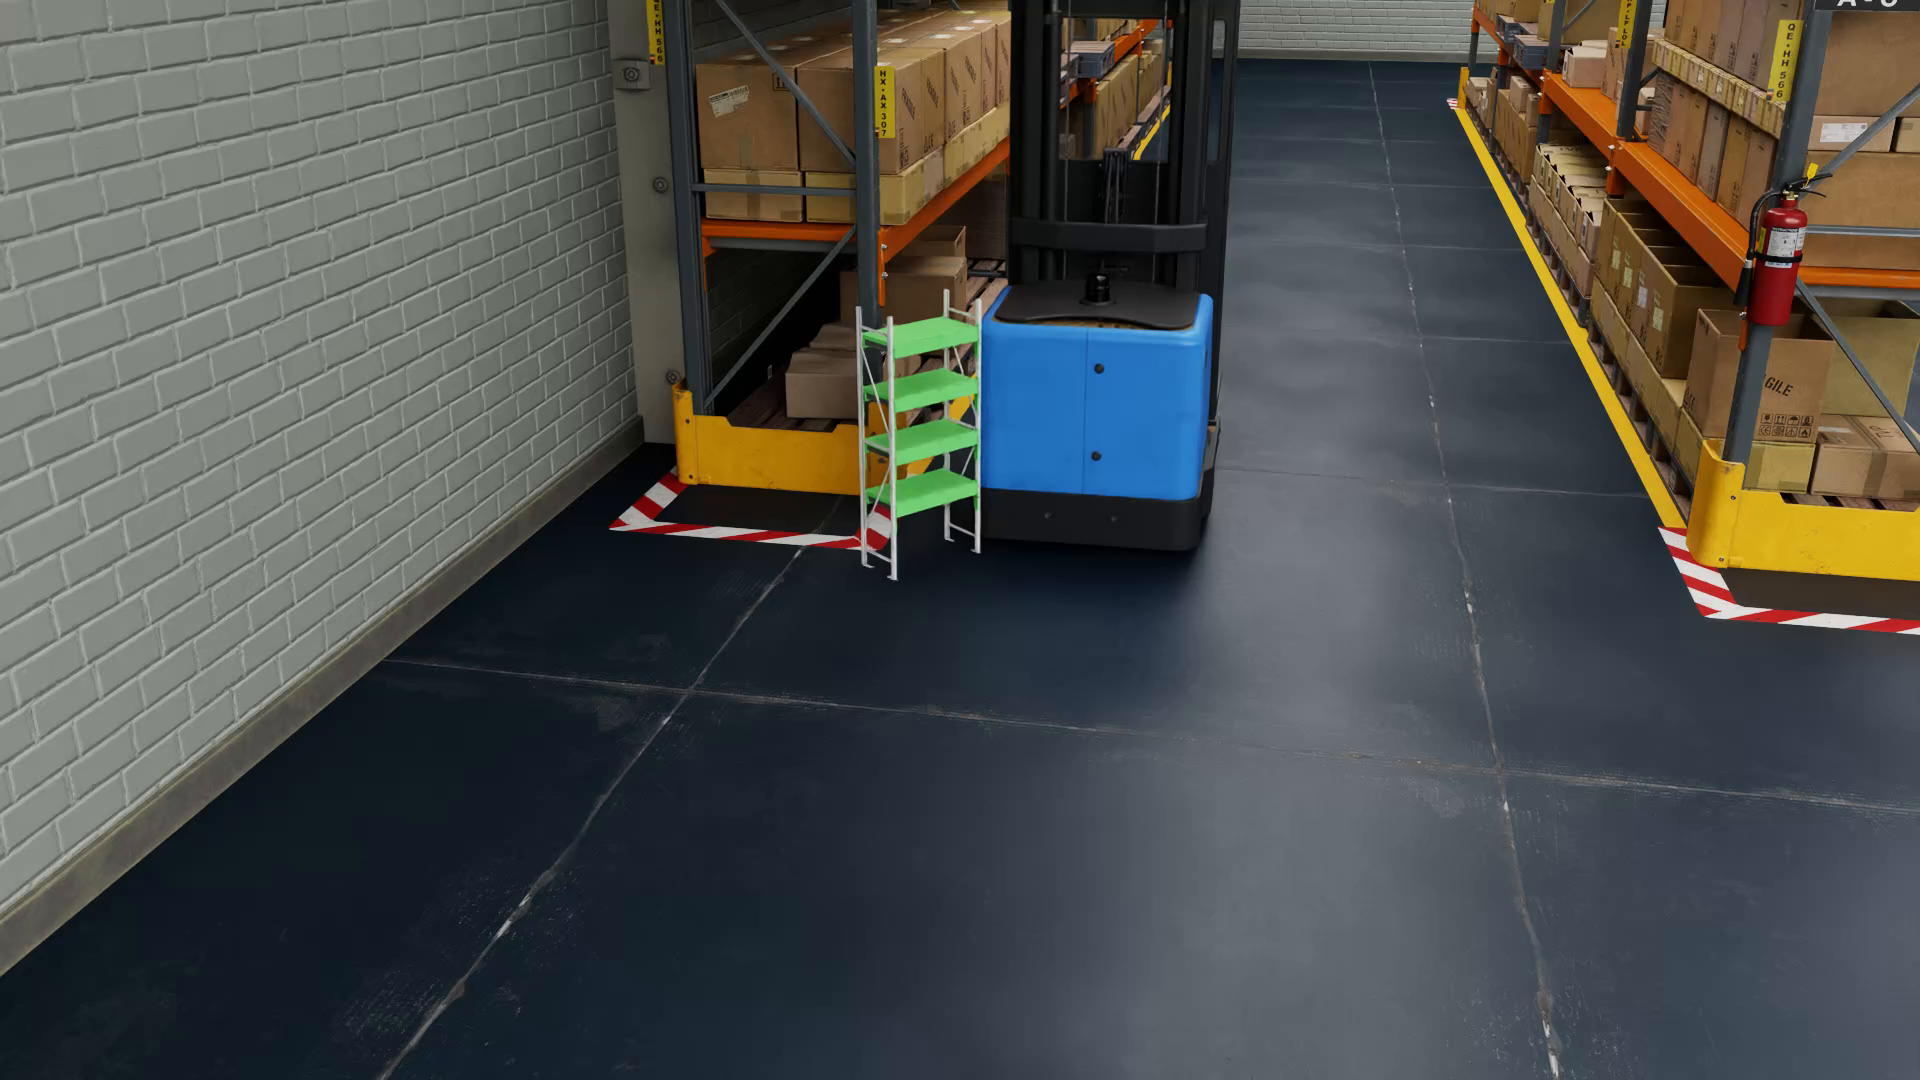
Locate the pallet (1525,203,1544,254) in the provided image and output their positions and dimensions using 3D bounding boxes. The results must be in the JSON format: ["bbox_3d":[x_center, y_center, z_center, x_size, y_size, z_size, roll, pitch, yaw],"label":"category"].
[{"bbox_3d":[5.392,-2.635,14.114,1.003,0.211,1.213,4,22,11],"label":"pallet"}]

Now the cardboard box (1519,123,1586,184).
[{"bbox_3d":[5.559,-3.631,15.612,0.500,0.500,0.500,5,23,13],"label":"cardboard box"}]

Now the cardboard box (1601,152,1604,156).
[{"bbox_3d":[5.732,-3.196,14.141,0.500,0.311,0.500,5,22,12],"label":"cardboard box"}]

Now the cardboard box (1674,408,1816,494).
[{"bbox_3d":[3.786,-0.439,8.047,0.500,0.250,0.500,4,22,11],"label":"cardboard box"}]

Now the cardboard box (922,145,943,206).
[{"bbox_3d":[-0.382,-1.962,8.884,0.500,0.250,0.500,4,22,9],"label":"cardboard box"}]

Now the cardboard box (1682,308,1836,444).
[{"bbox_3d":[3.784,-0.787,7.907,0.500,0.500,0.500,4,22,11],"label":"cardboard box"}]

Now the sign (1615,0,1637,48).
[{"bbox_3d":[4.248,-3.302,10.593,0.100,0.325,0.005,4,22,11],"label":"sign"}]

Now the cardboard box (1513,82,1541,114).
[{"bbox_3d":[5.771,-4.374,16.453,0.500,0.250,0.500,4,22,10],"label":"cardboard box"}]

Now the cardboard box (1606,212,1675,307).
[{"bbox_3d":[4.286,-1.702,10.178,0.500,0.500,0.500,4,22,11],"label":"cardboard box"}]

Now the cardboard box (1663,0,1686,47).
[{"bbox_3d":[4.697,-3.249,10.036,0.700,0.500,0.500,5,22,11],"label":"cardboard box"}]

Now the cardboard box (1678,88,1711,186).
[{"bbox_3d":[4.490,-2.271,9.343,0.700,0.500,0.500,5,22,12],"label":"cardboard box"}]

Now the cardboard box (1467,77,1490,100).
[{"bbox_3d":[6.740,-5.721,21.135,0.500,0.250,0.500,4,22,11],"label":"cardboard box"}]

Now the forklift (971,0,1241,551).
[{"bbox_3d":[0.832,-1.828,8.470,1.130,2.935,3.031,4,22,10],"label":"forklift"}]

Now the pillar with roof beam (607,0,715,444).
[{"bbox_3d":[2.626,-4.454,6.866,9.100,9.000,0.400,4,22,11],"label":"pillar with roof beam"}]

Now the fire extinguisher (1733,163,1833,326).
[{"bbox_3d":[3.487,-1.257,7.063,0.296,0.674,0.183,4,22,11],"label":"fire extinguisher"}]

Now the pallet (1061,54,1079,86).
[{"bbox_3d":[0.384,-3.787,13.498,1.003,0.211,1.213,4,22,11],"label":"pallet"}]

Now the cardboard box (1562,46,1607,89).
[{"bbox_3d":[5.226,-3.873,13.574,0.500,0.311,0.500,4,22,10],"label":"cardboard box"}]

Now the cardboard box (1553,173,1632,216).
[{"bbox_3d":[4.894,-2.670,12.835,0.500,0.311,0.500,4,22,10],"label":"cardboard box"}]

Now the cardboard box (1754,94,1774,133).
[{"bbox_3d":[3.961,-1.992,7.782,0.380,0.149,0.250,4,22,10],"label":"cardboard box"}]

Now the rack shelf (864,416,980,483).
[{"bbox_3d":[-0.177,-0.409,7.434,0.480,0.148,0.258,-17,28,-37],"label":"rack shelf"}]

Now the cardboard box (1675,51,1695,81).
[{"bbox_3d":[4.383,-2.745,9.653,0.380,0.149,0.250,4,22,10],"label":"cardboard box"}]

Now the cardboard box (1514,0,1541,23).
[{"bbox_3d":[6.020,-5.518,16.844,0.700,0.500,0.500,8,23,19],"label":"cardboard box"}]

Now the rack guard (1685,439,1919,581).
[{"bbox_3d":[3.961,-0.133,7.514,1.175,0.500,0.348,4,22,11],"label":"rack guard"}]

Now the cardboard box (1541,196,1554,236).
[{"bbox_3d":[5.002,-2.602,13.418,0.500,0.250,0.500,4,22,10],"label":"cardboard box"}]

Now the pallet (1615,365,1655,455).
[{"bbox_3d":[4.332,-0.735,9.396,1.003,0.211,1.213,4,22,11],"label":"pallet"}]

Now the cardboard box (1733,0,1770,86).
[{"bbox_3d":[4.288,-2.515,8.213,0.700,0.500,0.500,5,22,11],"label":"cardboard box"}]

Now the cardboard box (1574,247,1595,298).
[{"bbox_3d":[4.582,-1.857,11.567,0.500,0.250,0.500,4,22,10],"label":"cardboard box"}]

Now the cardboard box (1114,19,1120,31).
[{"bbox_3d":[1.316,-5.327,16.506,0.500,0.500,0.500,4,22,11],"label":"cardboard box"}]

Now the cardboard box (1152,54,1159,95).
[{"bbox_3d":[2.233,-6.117,21.811,0.700,0.500,0.500,4,22,11],"label":"cardboard box"}]

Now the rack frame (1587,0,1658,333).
[{"bbox_3d":[4.782,-2.764,10.701,1.000,3.000,0.127,4,22,11],"label":"rack frame"}]

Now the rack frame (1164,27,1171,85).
[{"bbox_3d":[2.380,-7.529,22.532,1.000,3.000,0.127,4,22,11],"label":"rack frame"}]

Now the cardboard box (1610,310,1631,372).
[{"bbox_3d":[4.176,-1.172,9.866,0.500,0.250,0.500,4,22,11],"label":"cardboard box"}]

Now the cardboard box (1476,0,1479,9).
[{"bbox_3d":[6.882,-7.057,21.226,0.500,0.500,0.500,5,22,12],"label":"cardboard box"}]

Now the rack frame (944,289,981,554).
[{"bbox_3d":[0.010,-0.527,7.555,0.015,1.200,0.240,-17,28,-37],"label":"rack frame"}]

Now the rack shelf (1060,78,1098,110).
[{"bbox_3d":[0.340,-3.538,13.586,1.077,0.370,4.000,4,22,11],"label":"rack shelf"}]

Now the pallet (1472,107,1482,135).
[{"bbox_3d":[6.802,-5.095,20.221,1.003,0.211,1.213,4,22,11],"label":"pallet"}]

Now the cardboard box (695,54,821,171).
[{"bbox_3d":[-0.997,-2.153,8.355,0.500,0.500,0.500,4,22,10],"label":"cardboard box"}]

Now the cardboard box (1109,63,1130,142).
[{"bbox_3d":[1.380,-4.690,17.800,0.750,0.750,0.750,5,23,13],"label":"cardboard box"}]

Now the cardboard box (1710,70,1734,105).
[{"bbox_3d":[4.171,-2.370,8.721,0.380,0.149,0.250,4,22,10],"label":"cardboard box"}]

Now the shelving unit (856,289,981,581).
[{"bbox_3d":[-0.177,-0.468,7.410,0.503,1.200,0.258,-17,28,-37],"label":"shelving unit"}]

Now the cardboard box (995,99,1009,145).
[{"bbox_3d":[0.022,-2.702,10.721,0.500,0.250,0.500,5,22,11],"label":"cardboard box"}]

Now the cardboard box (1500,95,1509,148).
[{"bbox_3d":[5.979,-4.380,17.471,0.500,0.500,0.500,5,22,12],"label":"cardboard box"}]

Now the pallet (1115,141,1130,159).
[{"bbox_3d":[1.233,-4.037,17.594,1.003,0.211,1.213,4,22,11],"label":"pallet"}]

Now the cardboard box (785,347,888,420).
[{"bbox_3d":[-0.656,-0.880,9.034,0.500,0.311,0.500,2,22,5],"label":"cardboard box"}]

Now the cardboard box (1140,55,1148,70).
[{"bbox_3d":[2.065,-5.779,20.103,0.380,0.149,0.250,5,23,13],"label":"cardboard box"}]

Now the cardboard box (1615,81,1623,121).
[{"bbox_3d":[4.781,-3.037,11.559,0.396,0.266,0.258,4,22,10],"label":"cardboard box"}]

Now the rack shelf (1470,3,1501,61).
[{"bbox_3d":[6.822,-6.087,19.916,1.077,0.370,4.000,4,22,11],"label":"rack shelf"}]

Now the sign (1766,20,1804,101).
[{"bbox_3d":[3.437,-1.994,6.923,0.100,0.325,0.005,4,22,11],"label":"sign"}]

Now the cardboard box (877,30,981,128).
[{"bbox_3d":[-0.177,-2.675,9.649,0.500,0.500,0.500,5,23,13],"label":"cardboard box"}]

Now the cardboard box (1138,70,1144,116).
[{"bbox_3d":[1.817,-5.367,19.948,0.700,0.500,0.500,5,22,12],"label":"cardboard box"}]

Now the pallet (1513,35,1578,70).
[{"bbox_3d":[5.667,-4.391,14.998,1.213,0.211,1.003,4,22,11],"label":"pallet"}]

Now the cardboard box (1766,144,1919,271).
[{"bbox_3d":[4.073,-1.517,7.471,0.700,0.500,0.500,4,22,11],"label":"cardboard box"}]

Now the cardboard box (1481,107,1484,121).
[{"bbox_3d":[6.270,-4.943,19.339,0.380,0.149,0.250,4,22,11],"label":"cardboard box"}]

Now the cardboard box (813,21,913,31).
[{"bbox_3d":[-0.585,-2.901,10.211,0.500,0.500,0.500,5,22,12],"label":"cardboard box"}]

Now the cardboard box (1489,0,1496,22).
[{"bbox_3d":[6.471,-6.315,19.385,0.500,0.500,0.500,5,22,12],"label":"cardboard box"}]

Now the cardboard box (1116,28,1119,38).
[{"bbox_3d":[1.470,-5.352,17.437,0.380,0.149,0.250,4,22,9],"label":"cardboard box"}]

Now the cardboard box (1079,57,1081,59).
[{"bbox_3d":[1.042,-4.598,15.566,0.380,0.149,0.250,4,22,10],"label":"cardboard box"}]
